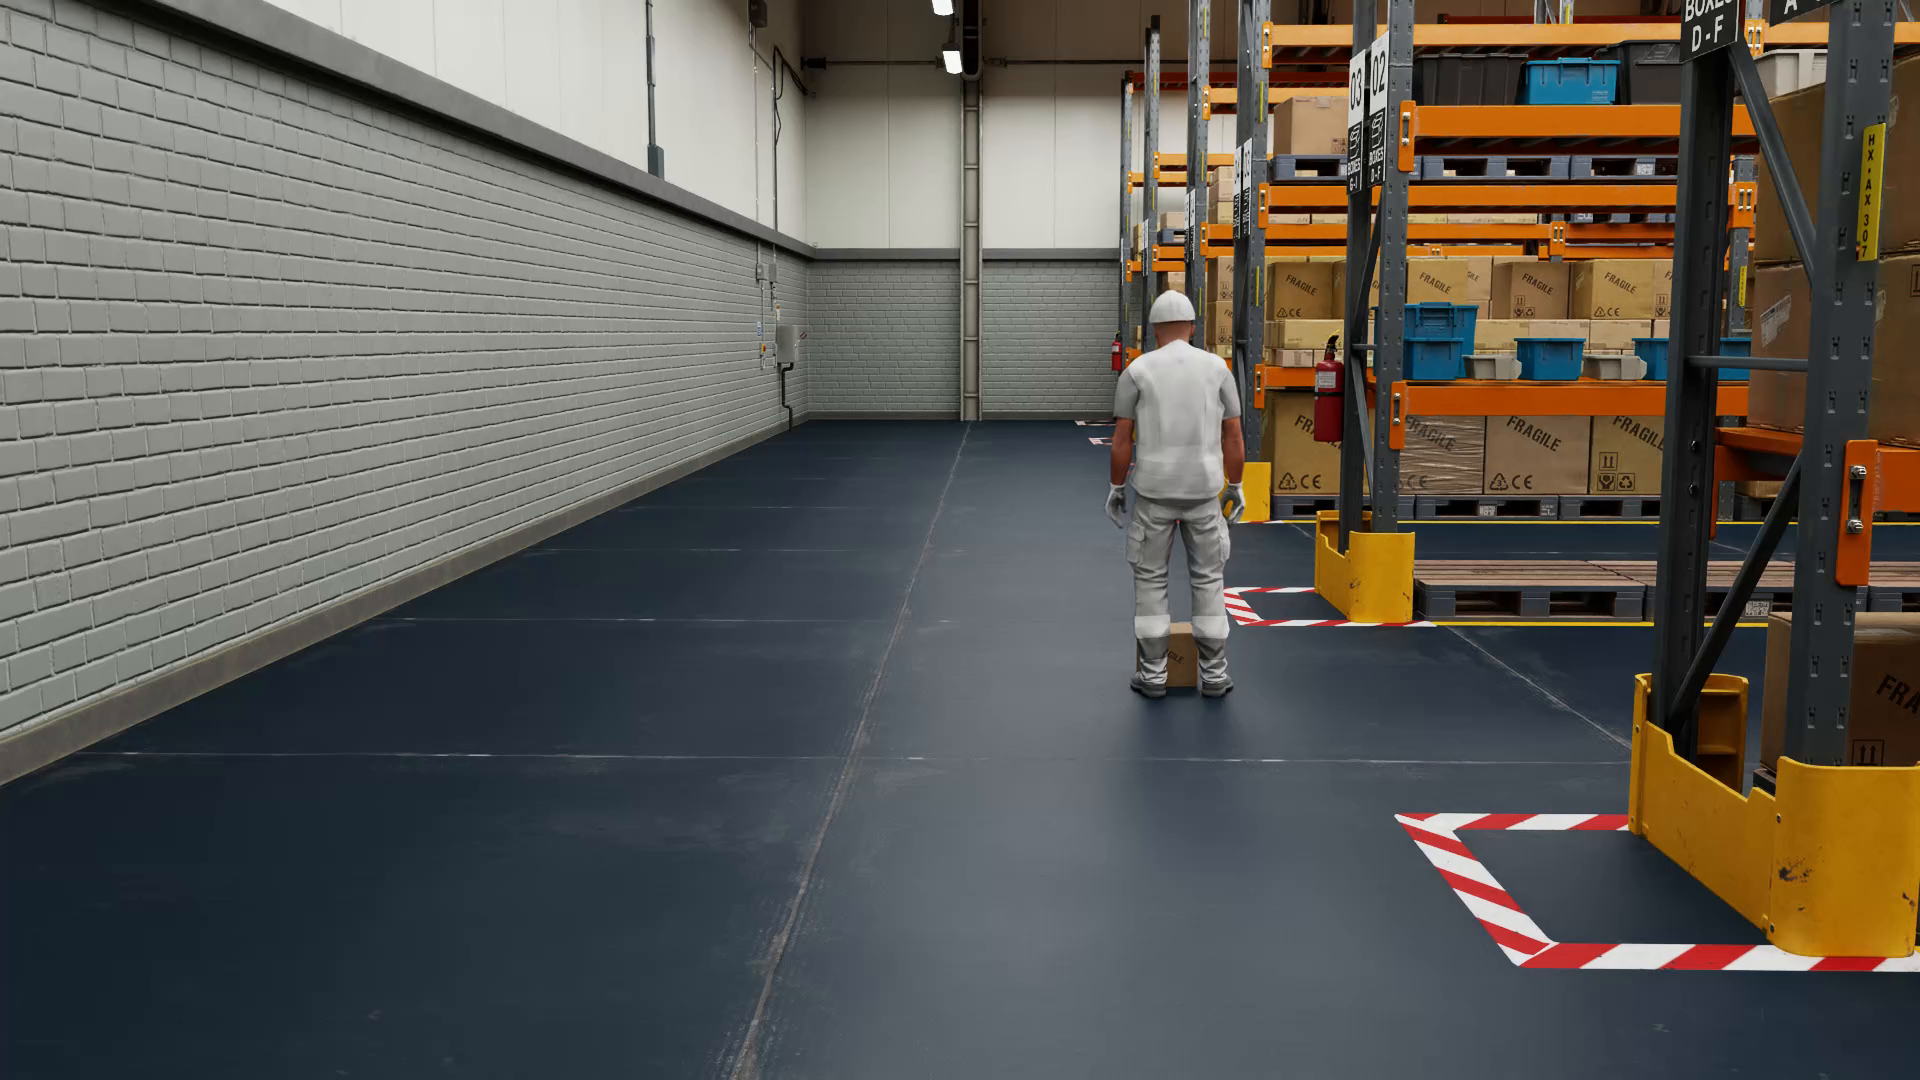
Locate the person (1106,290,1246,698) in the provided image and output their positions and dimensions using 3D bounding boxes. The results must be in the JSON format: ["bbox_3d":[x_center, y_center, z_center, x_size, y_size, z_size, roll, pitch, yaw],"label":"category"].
[{"bbox_3d":[0.953,-0.202,7.325,0.619,1.779,0.455,0,7,0],"label":"person"}]
